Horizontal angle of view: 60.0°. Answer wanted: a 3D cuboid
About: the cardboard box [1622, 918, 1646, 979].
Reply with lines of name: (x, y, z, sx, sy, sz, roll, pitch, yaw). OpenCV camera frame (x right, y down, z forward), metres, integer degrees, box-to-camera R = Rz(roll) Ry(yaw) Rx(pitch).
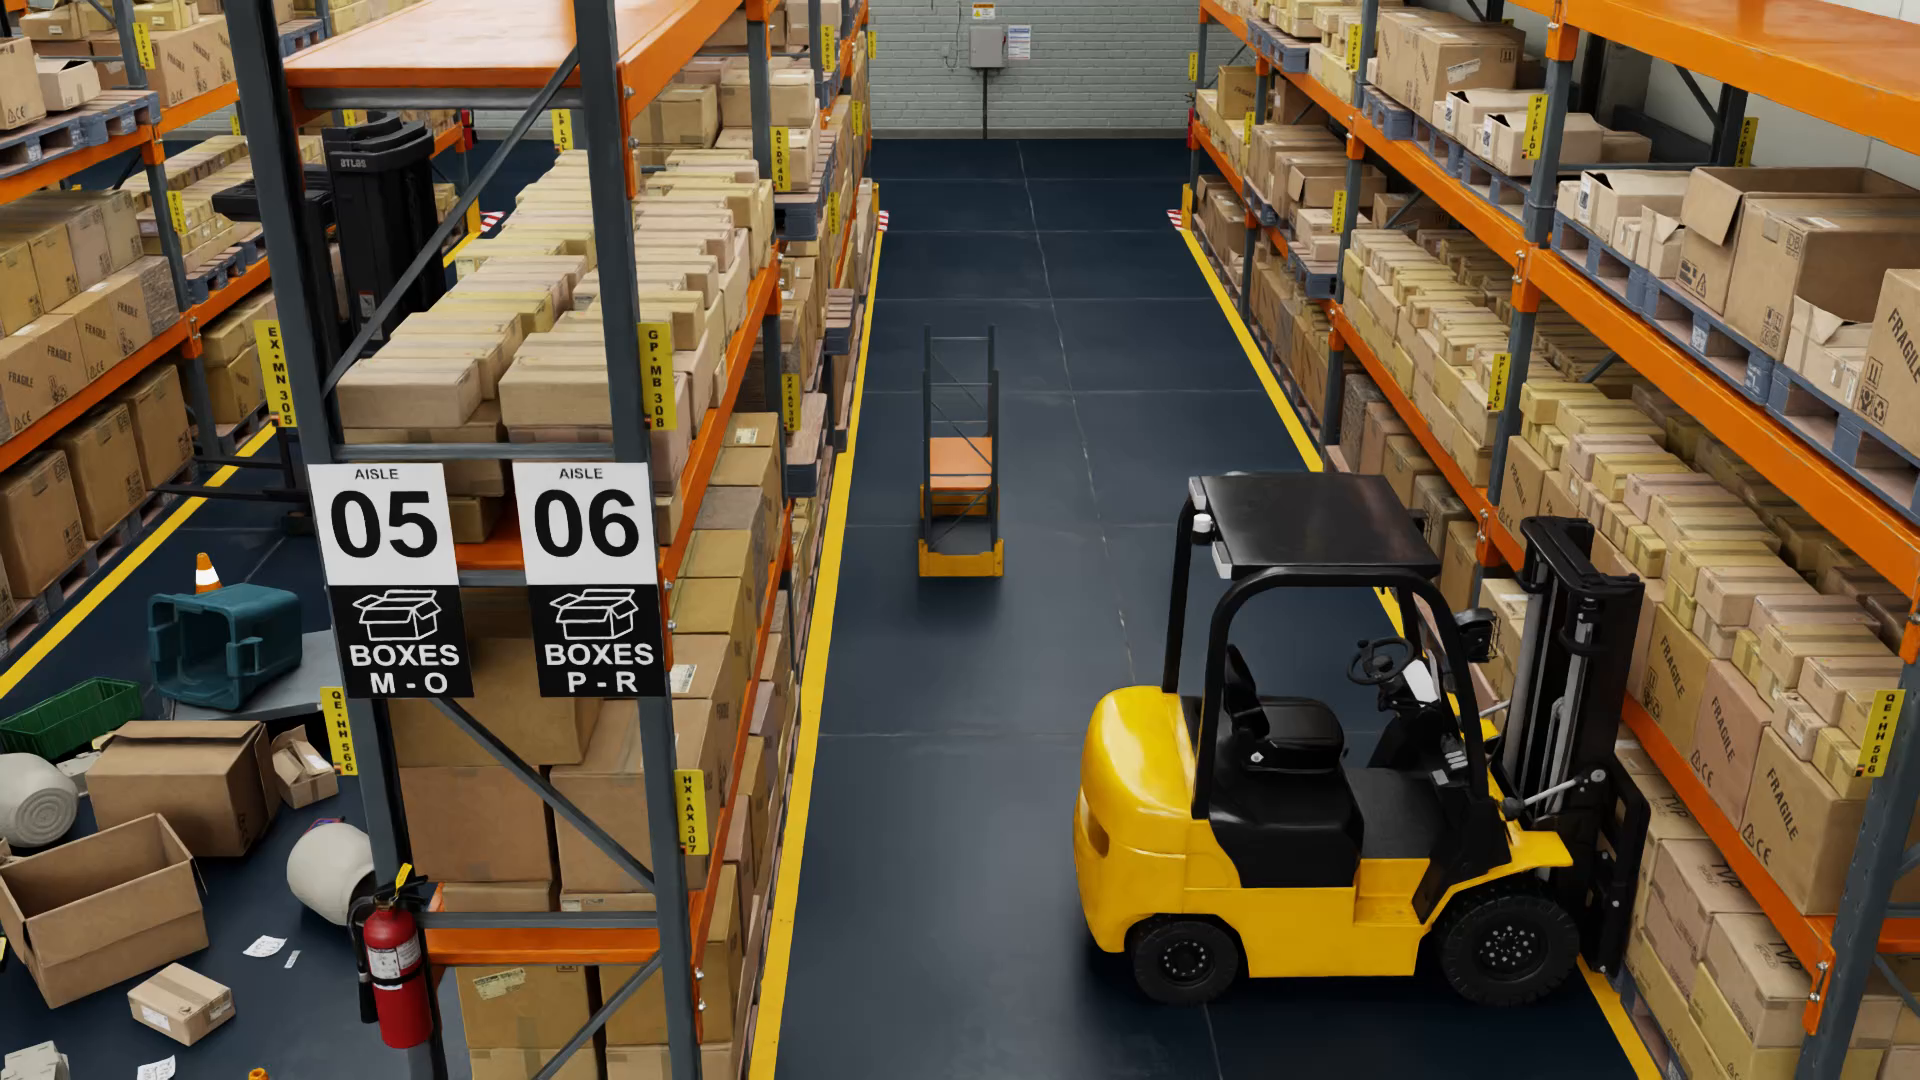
cardboard box: (3.223, 1.727, 7.501, 0.500, 0.250, 0.500, 0, 24, 0)

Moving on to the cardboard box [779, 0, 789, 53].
cardboard box: (-1.715, -4.014, 13.098, 0.700, 0.500, 0.500, -1, 24, -3)

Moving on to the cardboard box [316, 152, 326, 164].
cardboard box: (-6.305, -3.637, 15.970, 0.380, 0.149, 0.250, 0, 24, 1)

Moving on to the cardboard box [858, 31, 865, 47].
cardboard box: (-1.283, -5.739, 19.061, 0.380, 0.149, 0.250, 0, 24, -1)

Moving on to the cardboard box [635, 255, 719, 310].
cardboard box: (-1.134, -0.991, 6.381, 0.380, 0.149, 0.250, 0, 24, 1)

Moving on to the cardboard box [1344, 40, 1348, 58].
cardboard box: (3.244, -3.868, 13.103, 0.380, 0.149, 0.250, 0, 24, 1)

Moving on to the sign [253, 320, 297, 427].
sign: (-1.982, -0.483, 4.847, 0.100, 0.325, 0.005, 0, 24, -1)

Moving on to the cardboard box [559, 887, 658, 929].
cardboard box: (-1.223, 1.267, 5.998, 0.380, 0.149, 0.250, 0, 24, 0)

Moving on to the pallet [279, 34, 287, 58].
pallet: (-6.592, -4.187, 14.339, 1.213, 0.211, 1.003, 0, 24, -1)

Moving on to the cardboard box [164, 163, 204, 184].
cardboard box: (-6.947, -3.239, 14.728, 0.380, 0.149, 0.250, 1, 24, 1)

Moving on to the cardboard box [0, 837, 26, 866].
cardboard box: (-4.559, 1.654, 8.153, 0.396, 0.266, 0.258, 4, 25, 9)

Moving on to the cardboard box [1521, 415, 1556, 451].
cardboard box: (3.233, -0.588, 8.884, 0.380, 0.149, 0.250, -1, 24, -1)

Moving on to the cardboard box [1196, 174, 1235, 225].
cardboard box: (3.274, -4.125, 20.134, 0.797, 0.503, 0.637, -1, 24, -3)

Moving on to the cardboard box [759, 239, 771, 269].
cardboard box: (-1.161, -1.479, 8.428, 0.380, 0.149, 0.250, 0, 24, 0)

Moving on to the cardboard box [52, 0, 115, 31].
cardboard box: (-6.747, -4.077, 12.819, 0.396, 0.266, 0.258, 0, 24, -1)

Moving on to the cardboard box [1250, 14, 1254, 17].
cardboard box: (3.107, -5.176, 16.602, 0.380, 0.149, 0.250, 0, 24, -1)

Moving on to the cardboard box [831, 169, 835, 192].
cardboard box: (-1.290, -2.913, 13.600, 0.500, 0.500, 0.500, 0, 24, 0)

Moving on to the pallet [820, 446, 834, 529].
pallet: (-1.507, -0.411, 12.786, 1.003, 0.211, 1.213, 0, 24, -1)

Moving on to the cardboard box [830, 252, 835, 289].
cardboard box: (-1.268, -2.138, 13.403, 0.500, 0.250, 0.500, -1, 24, -1)

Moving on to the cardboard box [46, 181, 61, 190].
cardboard box: (-11.424, -4.215, 19.882, 0.875, 0.875, 0.875, 0, 24, -1)

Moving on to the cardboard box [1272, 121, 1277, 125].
cardboard box: (3.654, -4.367, 17.971, 0.500, 0.250, 0.500, 0, 24, 1)

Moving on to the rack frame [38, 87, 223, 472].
rack frame: (-6.463, -1.940, 12.782, 1.000, 3.000, 0.127, 0, 24, -1)

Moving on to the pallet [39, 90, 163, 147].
pallet: (-6.403, -2.955, 11.617, 1.213, 0.211, 1.003, 1, 24, 2)

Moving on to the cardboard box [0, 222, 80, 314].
cardboard box: (-6.453, -1.836, 11.218, 0.700, 0.500, 0.500, -1, 24, -1)

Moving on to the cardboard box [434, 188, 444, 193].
cardboard box: (-6.345, -4.079, 19.740, 0.380, 0.149, 0.250, 0, 24, 0)

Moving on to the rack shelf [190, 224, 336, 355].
rack shelf: (-6.484, -2.436, 14.752, 1.077, 0.370, 4.000, 0, 24, -1)

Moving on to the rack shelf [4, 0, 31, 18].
rack shelf: (-11.489, -5.470, 17.821, 1.077, 0.370, 4.000, 0, 24, -1)

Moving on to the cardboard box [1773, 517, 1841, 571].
cardboard box: (3.758, 0.016, 7.189, 0.380, 0.149, 0.250, 0, 24, 0)

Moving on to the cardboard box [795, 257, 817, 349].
cardboard box: (-1.203, -1.544, 10.915, 0.500, 0.500, 0.500, -1, 24, -3)

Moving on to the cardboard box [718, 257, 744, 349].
cardboard box: (-1.178, -0.981, 6.843, 0.500, 0.250, 0.500, 0, 24, 1)

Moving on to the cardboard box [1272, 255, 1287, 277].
cardboard box: (3.238, -2.655, 16.100, 0.380, 0.149, 0.250, -1, 24, -3)

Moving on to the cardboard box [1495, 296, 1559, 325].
cardboard box: (3.734, -1.494, 10.889, 0.380, 0.149, 0.250, 0, 24, 0)

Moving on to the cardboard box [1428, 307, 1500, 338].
cardboard box: (3.224, -1.386, 10.650, 0.380, 0.149, 0.250, 0, 24, 0)

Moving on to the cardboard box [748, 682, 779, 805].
cardboard box: (-1.182, 1.027, 8.140, 0.500, 0.500, 0.500, 1, 24, 2)

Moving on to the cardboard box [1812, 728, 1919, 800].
cardboard box: (3.253, 0.786, 5.846, 0.380, 0.149, 0.250, 0, 24, 0)

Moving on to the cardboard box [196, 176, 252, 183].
cardboard box: (-6.290, -3.020, 14.245, 0.380, 0.149, 0.250, 0, 24, 1)

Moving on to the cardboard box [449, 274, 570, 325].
cardboard box: (-1.658, -0.878, 6.131, 0.380, 0.149, 0.250, 0, 24, -1)

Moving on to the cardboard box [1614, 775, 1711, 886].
cardboard box: (3.193, 1.268, 7.303, 0.500, 0.250, 0.500, 0, 24, 0)

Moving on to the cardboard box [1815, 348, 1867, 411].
cardboard box: (3.224, -0.560, 5.766, 0.380, 0.149, 0.250, -1, 24, -2)

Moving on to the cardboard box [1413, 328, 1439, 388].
cardboard box: (3.219, -1.162, 10.639, 0.500, 0.250, 0.500, 0, 24, 0)

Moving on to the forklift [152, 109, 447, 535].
forklift: (-4.540, -1.575, 12.059, 3.031, 2.935, 1.130, 3, 25, 7)

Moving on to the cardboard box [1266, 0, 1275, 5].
cardboard box: (3.005, -4.961, 15.135, 0.380, 0.149, 0.250, -1, 24, -2)

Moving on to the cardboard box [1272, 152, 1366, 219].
cardboard box: (3.201, -3.175, 14.883, 0.700, 0.500, 0.500, 0, 24, -1)

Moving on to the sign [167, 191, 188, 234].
sign: (-5.908, -2.471, 12.552, 0.100, 0.325, 0.005, 0, 24, -1)

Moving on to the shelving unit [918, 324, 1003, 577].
shelving unit: (0.001, -0.652, 11.755, 0.587, 1.500, 1.083, 0, 24, -1)

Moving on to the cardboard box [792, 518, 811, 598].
cardboard box: (-1.490, 0.138, 10.867, 0.950, 0.372, 0.625, 1, 24, 3)

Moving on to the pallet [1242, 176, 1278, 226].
pallet: (3.305, -3.258, 15.931, 1.003, 0.211, 1.213, 0, 24, -1)

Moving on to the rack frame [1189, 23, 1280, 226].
rack frame: (3.362, -5.324, 20.265, 1.000, 3.000, 0.127, 0, 24, -1)

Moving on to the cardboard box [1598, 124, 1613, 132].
cardboard box: (3.557, -2.322, 9.661, 0.380, 0.149, 0.250, 0, 24, -1)

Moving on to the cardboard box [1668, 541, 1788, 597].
cardboard box: (3.208, 0.120, 6.958, 0.380, 0.149, 0.250, 0, 24, 0)

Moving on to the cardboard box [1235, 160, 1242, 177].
cardboard box: (3.098, -3.906, 17.434, 0.380, 0.149, 0.250, 0, 24, 1)

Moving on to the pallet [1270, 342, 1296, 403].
pallet: (3.469, -1.566, 15.340, 1.003, 0.211, 1.213, 0, 24, -1)

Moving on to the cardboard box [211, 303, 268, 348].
cardboard box: (-6.234, -1.828, 14.149, 0.500, 0.250, 0.500, -1, 24, -1)
